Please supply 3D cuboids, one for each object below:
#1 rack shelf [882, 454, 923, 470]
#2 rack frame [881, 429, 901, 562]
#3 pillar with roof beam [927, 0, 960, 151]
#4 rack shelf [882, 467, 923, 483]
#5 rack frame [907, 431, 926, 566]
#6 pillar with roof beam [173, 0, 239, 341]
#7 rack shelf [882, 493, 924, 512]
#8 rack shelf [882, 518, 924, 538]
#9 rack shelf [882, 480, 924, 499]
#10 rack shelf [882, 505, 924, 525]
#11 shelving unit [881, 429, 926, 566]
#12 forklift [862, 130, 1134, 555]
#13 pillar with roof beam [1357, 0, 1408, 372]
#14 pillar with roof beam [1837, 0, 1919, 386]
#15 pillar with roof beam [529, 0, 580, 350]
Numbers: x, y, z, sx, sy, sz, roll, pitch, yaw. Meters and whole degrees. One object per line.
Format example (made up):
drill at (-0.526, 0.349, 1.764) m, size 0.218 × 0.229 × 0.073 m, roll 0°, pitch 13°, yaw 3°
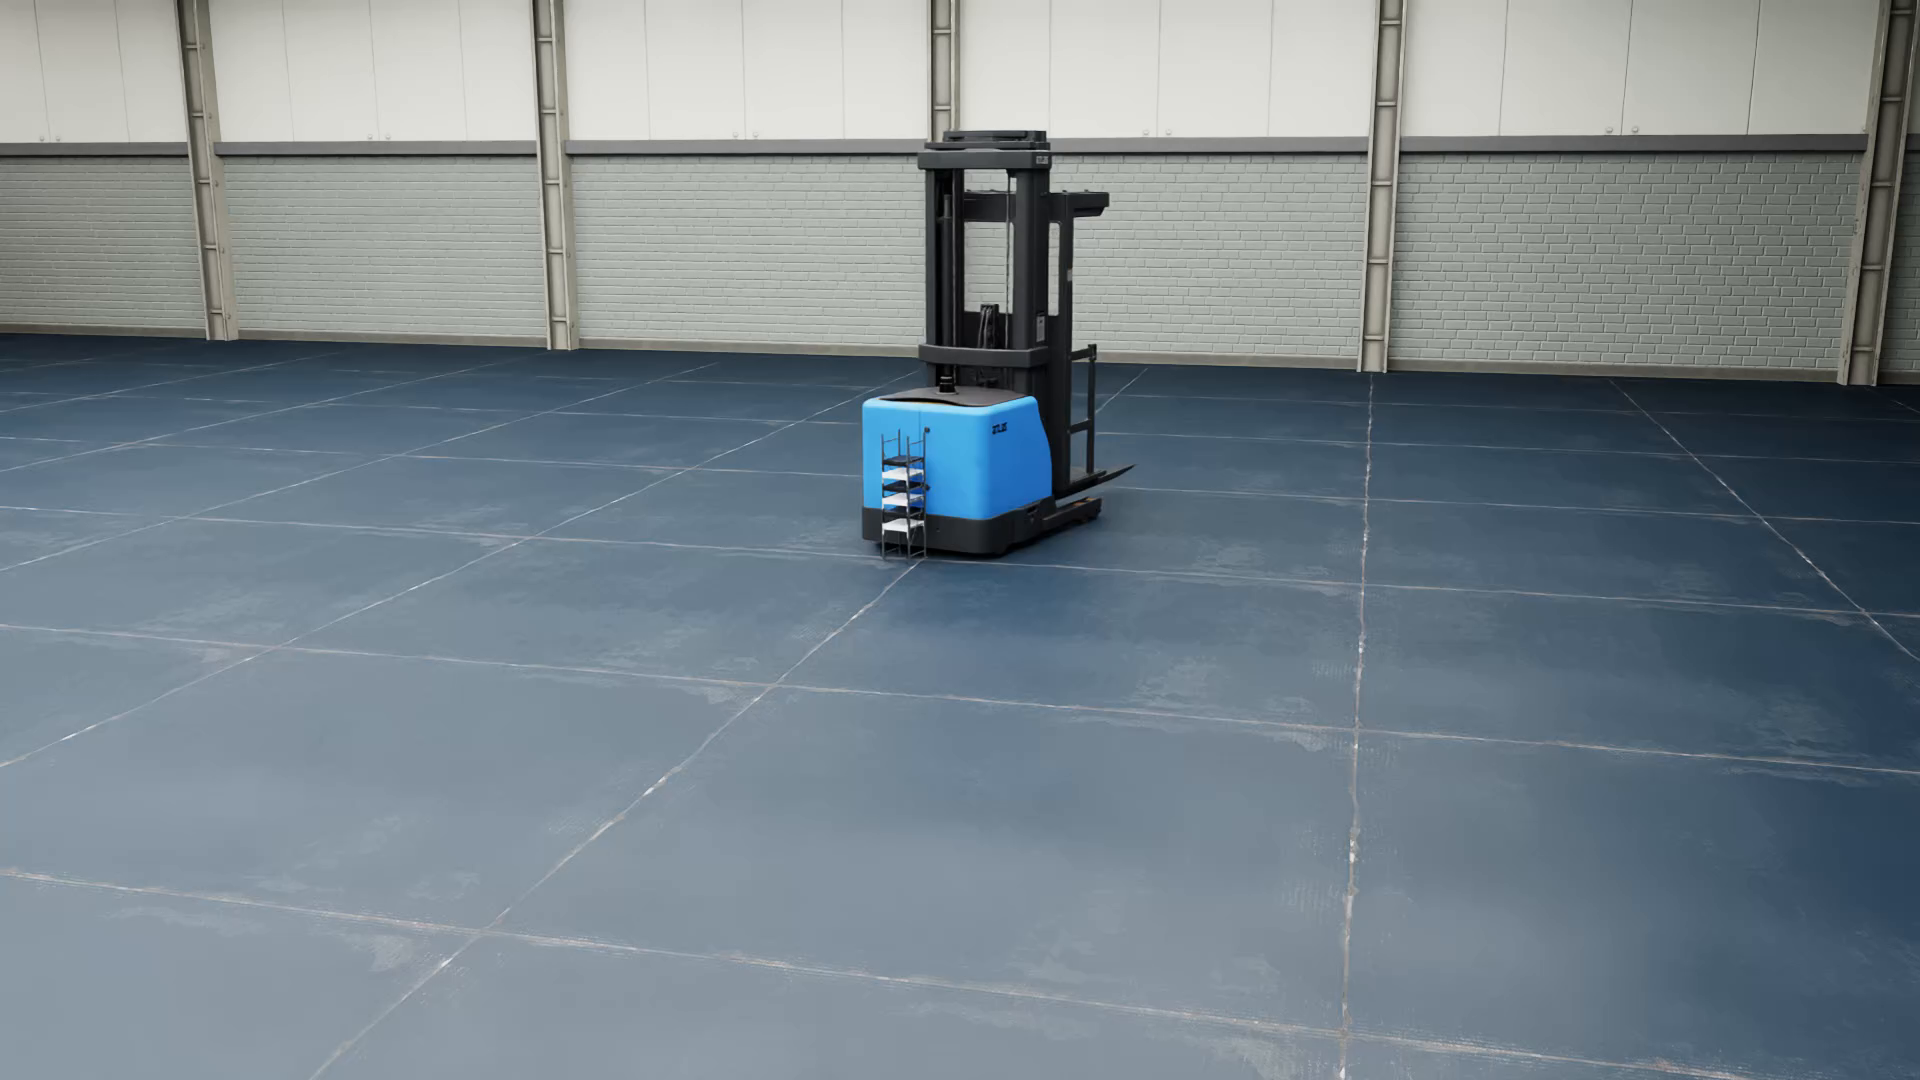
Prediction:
rack shelf at (-0.387, -0.527, 11.438) m, size 0.200 × 0.077 × 0.258 m, roll 7°, pitch 14°, yaw 28°
rack frame at (-0.476, -0.307, 11.538) m, size 0.006 × 0.900 × 0.240 m, roll 7°, pitch 14°, yaw 28°
pillar with roof beam at (-1.259, -6.099, 18.947) m, size 0.400 × 9.000 × 9.100 m, roll 3°, pitch 13°, yaw 14°
rack shelf at (-0.387, -0.440, 11.458) m, size 0.200 × 0.077 × 0.258 m, roll 7°, pitch 14°, yaw 28°
rack frame at (-0.298, -0.286, 11.442) m, size 0.006 × 0.900 × 0.240 m, roll 7°, pitch 14°, yaw 28°
pillar with roof beam at (-12.909, -6.721, 21.753) m, size 0.400 × 9.000 × 9.100 m, roll 3°, pitch 13°, yaw 14°
rack shelf at (-0.387, -0.264, 11.497) m, size 0.200 × 0.077 × 0.258 m, roll 7°, pitch 14°, yaw 28°
rack shelf at (-0.387, -0.088, 11.537) m, size 0.200 × 0.077 × 0.258 m, roll 7°, pitch 14°, yaw 28°
rack shelf at (-0.387, -0.352, 11.477) m, size 0.200 × 0.077 × 0.258 m, roll 7°, pitch 14°, yaw 28°
rack shelf at (-0.387, -0.176, 11.517) m, size 0.200 × 0.077 × 0.258 m, roll 7°, pitch 14°, yaw 28°
shelving unit at (-0.387, -0.296, 11.490) m, size 0.210 × 0.900 × 0.258 m, roll 7°, pitch 14°, yaw 28°
forklift at (0.450, -1.599, 12.674) m, size 1.130 × 2.935 × 3.031 m, roll 7°, pitch 14°, yaw 28°
pillar with roof beam at (4.567, -5.787, 17.543) m, size 0.400 × 9.000 × 9.100 m, roll 3°, pitch 13°, yaw 14°
pillar with roof beam at (10.392, -5.476, 16.140) m, size 0.400 × 9.000 × 9.100 m, roll 3°, pitch 13°, yaw 14°
pillar with roof beam at (-7.084, -6.410, 20.350) m, size 0.400 × 9.000 × 9.100 m, roll 3°, pitch 13°, yaw 14°
